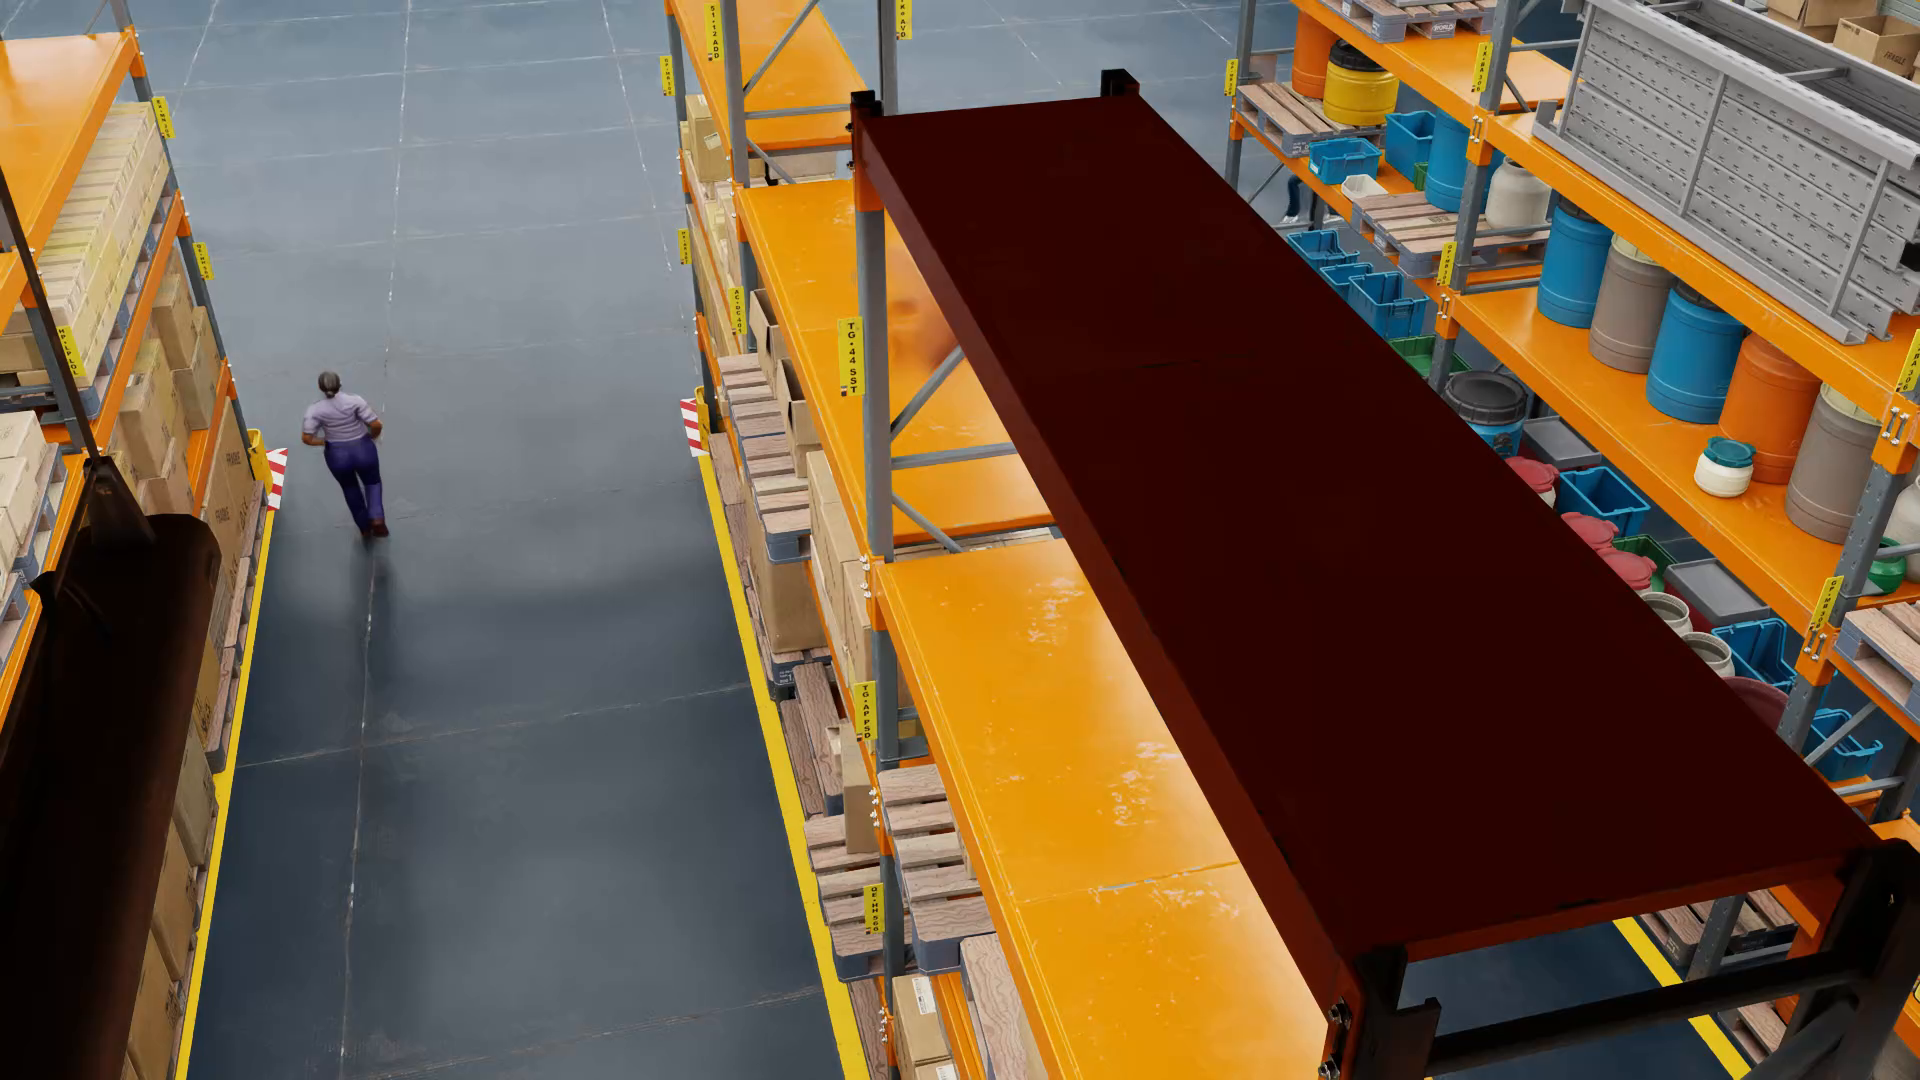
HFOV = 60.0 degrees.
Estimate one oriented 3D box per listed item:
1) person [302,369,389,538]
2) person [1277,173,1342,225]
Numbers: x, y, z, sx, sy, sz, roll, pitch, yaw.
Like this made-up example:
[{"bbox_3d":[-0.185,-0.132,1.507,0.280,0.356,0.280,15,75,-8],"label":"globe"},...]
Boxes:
[{"bbox_3d":[-5.009,-0.658,13.647,0.627,1.601,0.651,-12,36,-16],"label":"person"},{"bbox_3d":[4.072,-4.300,18.978,0.733,1.622,0.543,10,36,14],"label":"person"}]
